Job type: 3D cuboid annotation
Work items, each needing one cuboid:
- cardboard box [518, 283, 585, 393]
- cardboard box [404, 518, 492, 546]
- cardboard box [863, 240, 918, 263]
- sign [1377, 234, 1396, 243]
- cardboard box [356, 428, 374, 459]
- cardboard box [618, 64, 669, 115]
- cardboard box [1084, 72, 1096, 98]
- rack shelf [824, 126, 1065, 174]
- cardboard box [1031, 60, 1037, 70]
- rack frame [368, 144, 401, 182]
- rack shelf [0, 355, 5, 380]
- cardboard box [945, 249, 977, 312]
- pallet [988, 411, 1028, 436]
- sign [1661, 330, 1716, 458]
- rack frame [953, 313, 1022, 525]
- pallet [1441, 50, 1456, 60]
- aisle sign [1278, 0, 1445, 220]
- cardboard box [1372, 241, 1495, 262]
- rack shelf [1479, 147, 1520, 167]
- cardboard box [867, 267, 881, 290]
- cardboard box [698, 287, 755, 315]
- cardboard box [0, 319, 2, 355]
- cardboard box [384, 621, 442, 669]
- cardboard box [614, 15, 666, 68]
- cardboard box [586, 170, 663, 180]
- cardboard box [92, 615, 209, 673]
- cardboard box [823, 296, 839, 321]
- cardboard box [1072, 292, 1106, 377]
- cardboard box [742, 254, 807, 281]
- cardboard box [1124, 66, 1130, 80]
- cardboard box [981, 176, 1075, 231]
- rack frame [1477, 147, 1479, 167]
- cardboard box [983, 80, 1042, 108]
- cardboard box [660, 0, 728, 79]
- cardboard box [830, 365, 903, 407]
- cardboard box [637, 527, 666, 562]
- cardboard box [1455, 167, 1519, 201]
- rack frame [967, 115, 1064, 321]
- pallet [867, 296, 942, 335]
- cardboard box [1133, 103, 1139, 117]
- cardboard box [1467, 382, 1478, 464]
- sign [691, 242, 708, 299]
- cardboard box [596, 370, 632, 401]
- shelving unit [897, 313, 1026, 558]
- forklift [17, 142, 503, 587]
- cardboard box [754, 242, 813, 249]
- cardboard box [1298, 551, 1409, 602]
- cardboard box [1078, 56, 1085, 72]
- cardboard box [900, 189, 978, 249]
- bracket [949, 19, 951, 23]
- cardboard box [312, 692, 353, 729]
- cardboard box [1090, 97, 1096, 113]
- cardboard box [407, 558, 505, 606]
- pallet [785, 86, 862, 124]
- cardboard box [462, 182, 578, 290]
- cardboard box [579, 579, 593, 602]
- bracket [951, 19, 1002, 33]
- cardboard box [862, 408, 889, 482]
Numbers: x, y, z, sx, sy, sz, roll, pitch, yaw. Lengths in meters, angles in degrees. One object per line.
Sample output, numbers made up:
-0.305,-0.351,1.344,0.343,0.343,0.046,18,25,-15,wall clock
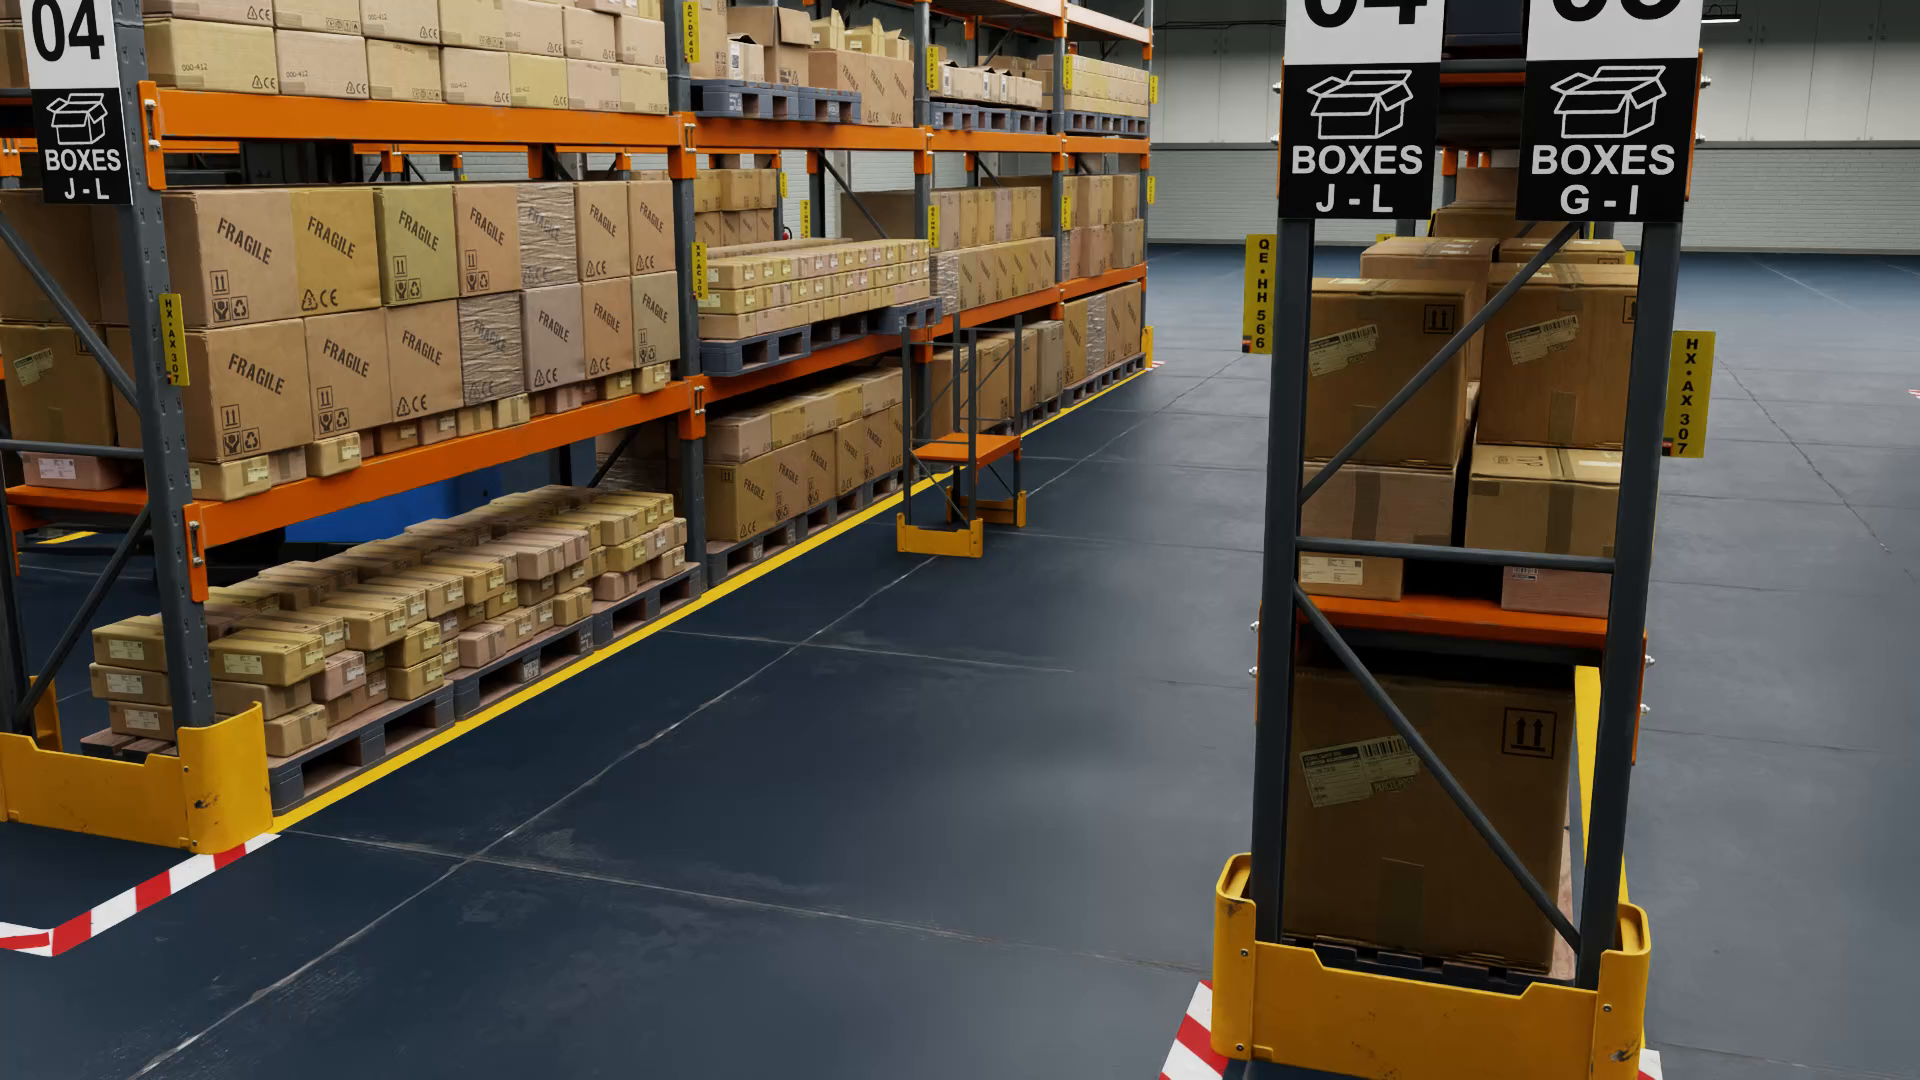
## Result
-2.246,-1.031,8.372,0.500,0.500,0.500,4,14,18,cardboard box
-2.736,-0.006,8.900,0.380,0.149,0.250,5,14,20,cardboard box
-0.540,-2.199,12.666,0.380,0.149,0.250,4,14,18,cardboard box
2.118,-1.358,8.273,0.100,0.325,0.005,4,14,18,sign
-2.770,-0.427,7.184,0.380,0.149,0.250,5,14,21,cardboard box
-1.929,-2.440,9.034,0.500,0.250,0.500,5,14,20,cardboard box
1.147,-4.835,17.690,0.500,0.250,0.500,4,14,18,cardboard box
-0.085,-3.549,15.170,1.077,0.370,4.000,4,14,18,rack shelf
0.624,-5.099,17.950,0.380,0.149,0.250,5,14,19,cardboard box
-5.448,-2.351,15.047,1.000,3.000,0.127,4,14,18,rack frame
-7.389,-0.737,9.592,1.077,0.370,4.000,4,14,18,rack shelf
-0.169,-2.247,14.367,0.500,0.500,0.500,4,14,18,cardboard box
-0.009,-1.073,15.715,1.003,0.211,1.213,4,14,18,pallet
1.864,-0.373,4.256,0.100,0.325,0.005,4,14,18,sign
0.192,-0.856,11.869,0.500,1.500,0.032,4,14,18,rack frame
2.360,-2.043,7.156,1.003,0.211,1.213,4,14,18,pallet
1.033,-1.227,4.280,0.394,0.787,0.004,4,14,18,aisle sign
2.071,-1.047,7.318,0.500,0.500,0.500,4,14,18,cardboard box
5.870,-4.012,17.202,1.077,0.370,4.000,4,14,18,rack shelf
-0.792,-1.890,11.978,0.380,0.149,0.250,4,14,18,cardboard box
-1.463,-1.451,10.056,0.380,0.149,0.250,5,14,19,cardboard box
-6.651,-1.441,10.838,0.500,0.500,0.500,4,14,19,cardboard box
-2.585,0.459,7.530,0.380,0.149,0.250,5,14,20,cardboard box
-1.935,-2.691,9.010,0.500,0.250,0.500,4,13,16,cardboard box
-3.806,-3.951,18.919,0.700,0.500,0.500,4,14,18,cardboard box
-3.389,0.434,6.972,0.380,0.149,0.250,5,14,19,cardboard box
-1.046,-1.581,11.295,0.380,0.149,0.250,4,13,17,cardboard box
1.120,-2.344,18.850,0.875,0.875,0.875,4,14,19,cardboard box
-1.210,-1.761,10.747,0.380,0.149,0.250,4,14,18,cardboard box
1.739,-5.374,19.153,0.380,0.149,0.250,4,14,19,cardboard box
0.714,-3.533,17.462,0.875,0.550,0.550,4,14,18,cardboard box
5.223,-2.480,15.611,1.000,3.000,0.127,4,14,18,rack frame
0.485,-4.341,16.192,0.500,0.250,0.500,5,14,19,cardboard box
-1.799,-2.961,9.812,0.700,0.500,0.500,4,14,18,cardboard box
-0.705,-1.205,13.013,0.500,0.250,0.500,4,13,17,cardboard box
-1.903,0.014,9.482,0.380,0.149,0.250,4,13,16,cardboard box
4.833,-2.820,14.809,1.000,1.000,1.000,4,14,19,cardboard box
0.563,-2.858,17.269,1.000,3.000,0.127,4,14,18,rack frame
-0.861,-1.765,12.909,1.213,0.211,1.003,4,14,18,pallet
1.905,-5.092,19.712,0.380,0.149,0.250,5,14,19,cardboard box
1.740,-0.470,6.475,0.500,0.250,0.500,4,14,19,cardboard box
-1.510,-1.558,9.629,0.100,0.325,0.005,4,14,18,sign
-2.020,-0.860,9.080,0.380,0.149,0.250,5,14,21,cardboard box
0.025,-0.747,11.391,0.587,1.500,1.083,4,14,18,shelving unit
-4.513,-1.233,10.302,3.031,2.935,1.130,0,13,1,forklift
-1.319,-2.141,12.411,0.380,0.149,0.250,4,13,16,cardboard box
1.144,0.071,5.002,0.380,0.149,0.250,5,14,19,cardboard box
1.083,-4.946,17.281,0.380,0.149,0.250,4,14,18,cardboard box
-0.251,-2.861,14.809,0.700,0.500,0.500,4,13,18,cardboard box
-0.400,-14.105,44.974,0.235,0.232,0.430,4,14,18,bracket
-2.841,0.705,7.119,0.380,0.149,0.250,4,14,18,cardboard box
1.247,-4.663,17.834,0.380,0.149,0.250,4,13,18,cardboard box
-2.422,0.199,8.000,0.380,0.149,0.250,5,14,19,cardboard box
-1.393,-2.885,11.070,1.213,0.211,1.003,4,14,18,pallet
-2.263,-1.520,8.268,0.500,0.500,0.500,5,14,20,cardboard box
-2.218,0.274,9.008,0.380,0.149,0.250,4,13,17,cardboard box
0.439,-14.651,47.366,0.076,0.066,4.783,4,14,18,bracket
-0.869,-0.736,12.643,0.500,0.500,0.500,5,14,21,cardboard box
